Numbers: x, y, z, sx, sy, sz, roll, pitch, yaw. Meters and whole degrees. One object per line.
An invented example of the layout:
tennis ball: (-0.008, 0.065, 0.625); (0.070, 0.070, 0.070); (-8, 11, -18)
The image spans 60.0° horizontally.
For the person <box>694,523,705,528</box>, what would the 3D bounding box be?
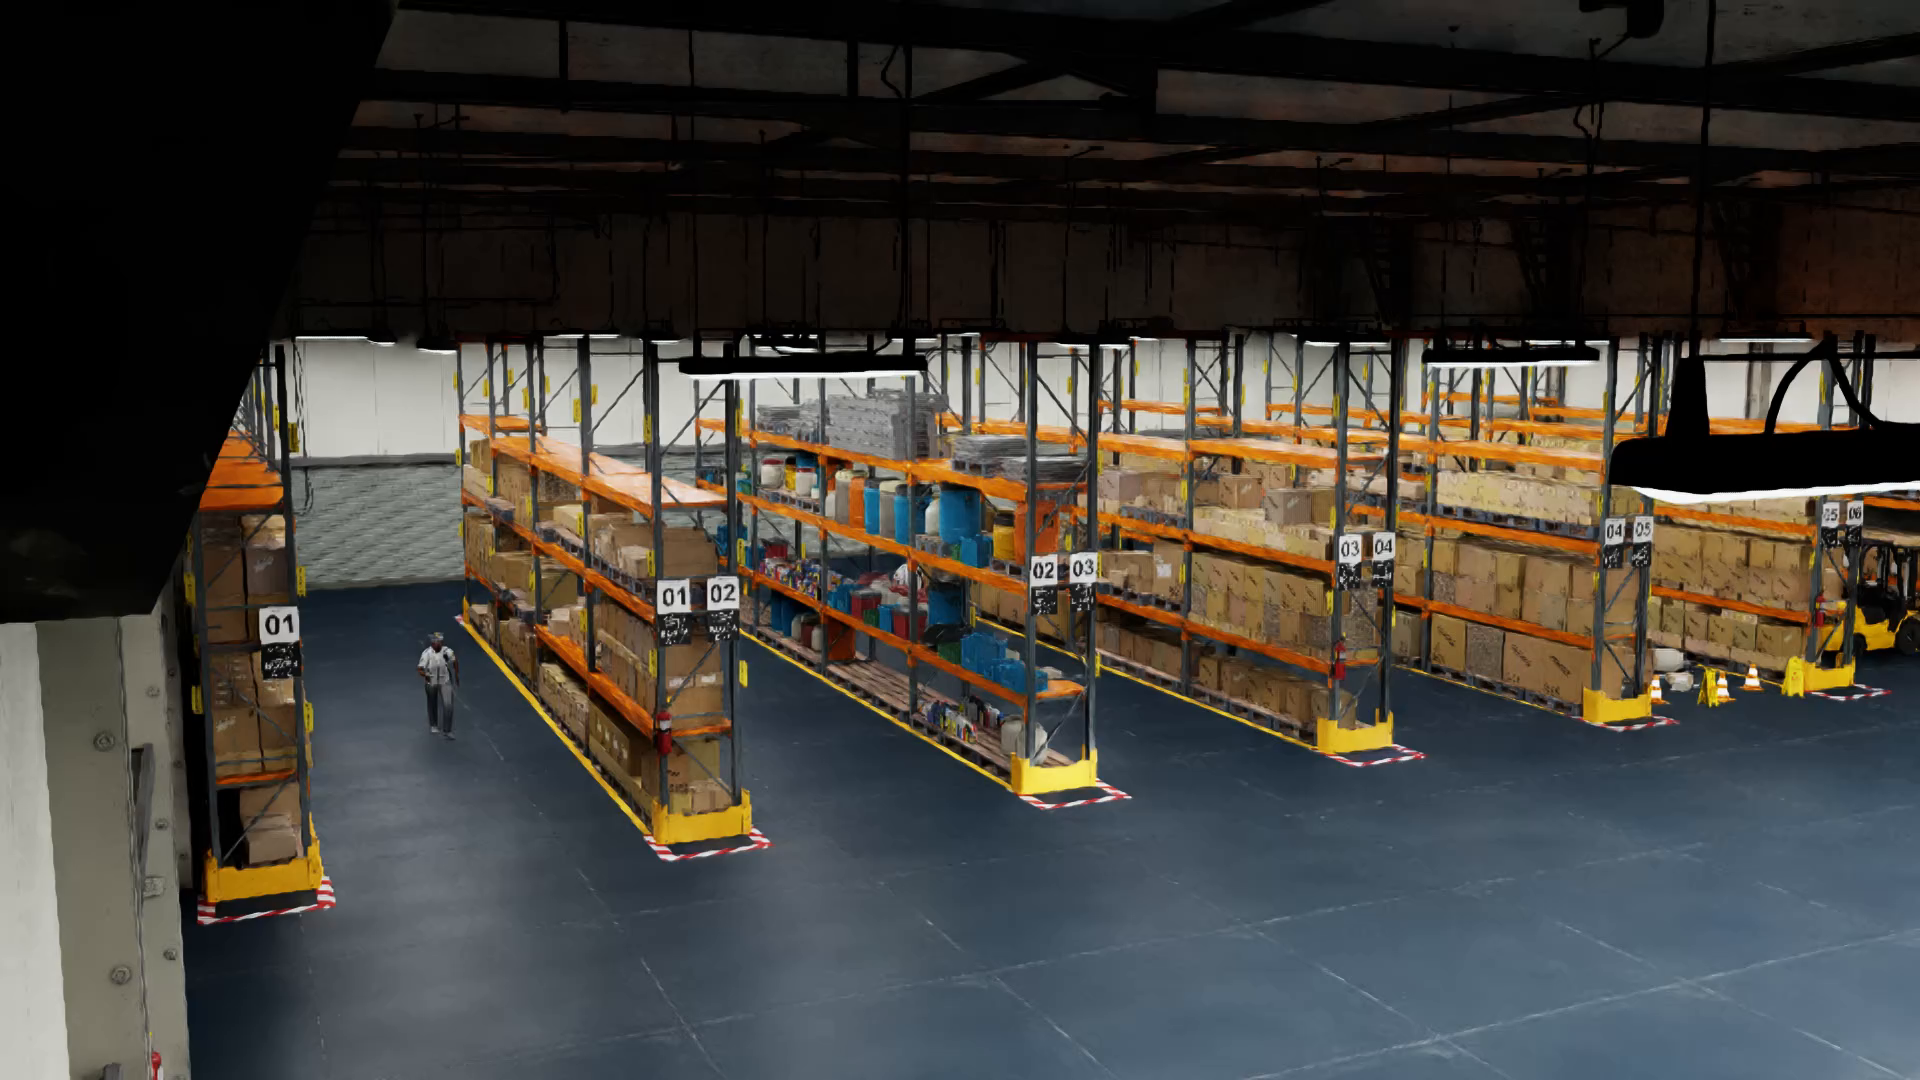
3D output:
person: (-5.909, 0.442, 37.618); (0.508, 1.676, 0.510); (2, 8, 14)

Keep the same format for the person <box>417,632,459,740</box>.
person: (-7.870, 2.156, 25.105); (0.603, 1.620, 0.831); (-3, 8, -19)

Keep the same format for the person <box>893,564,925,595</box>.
person: (-1.000, 1.061, 32.878); (0.683, 1.714, 0.524); (-4, 9, -27)
